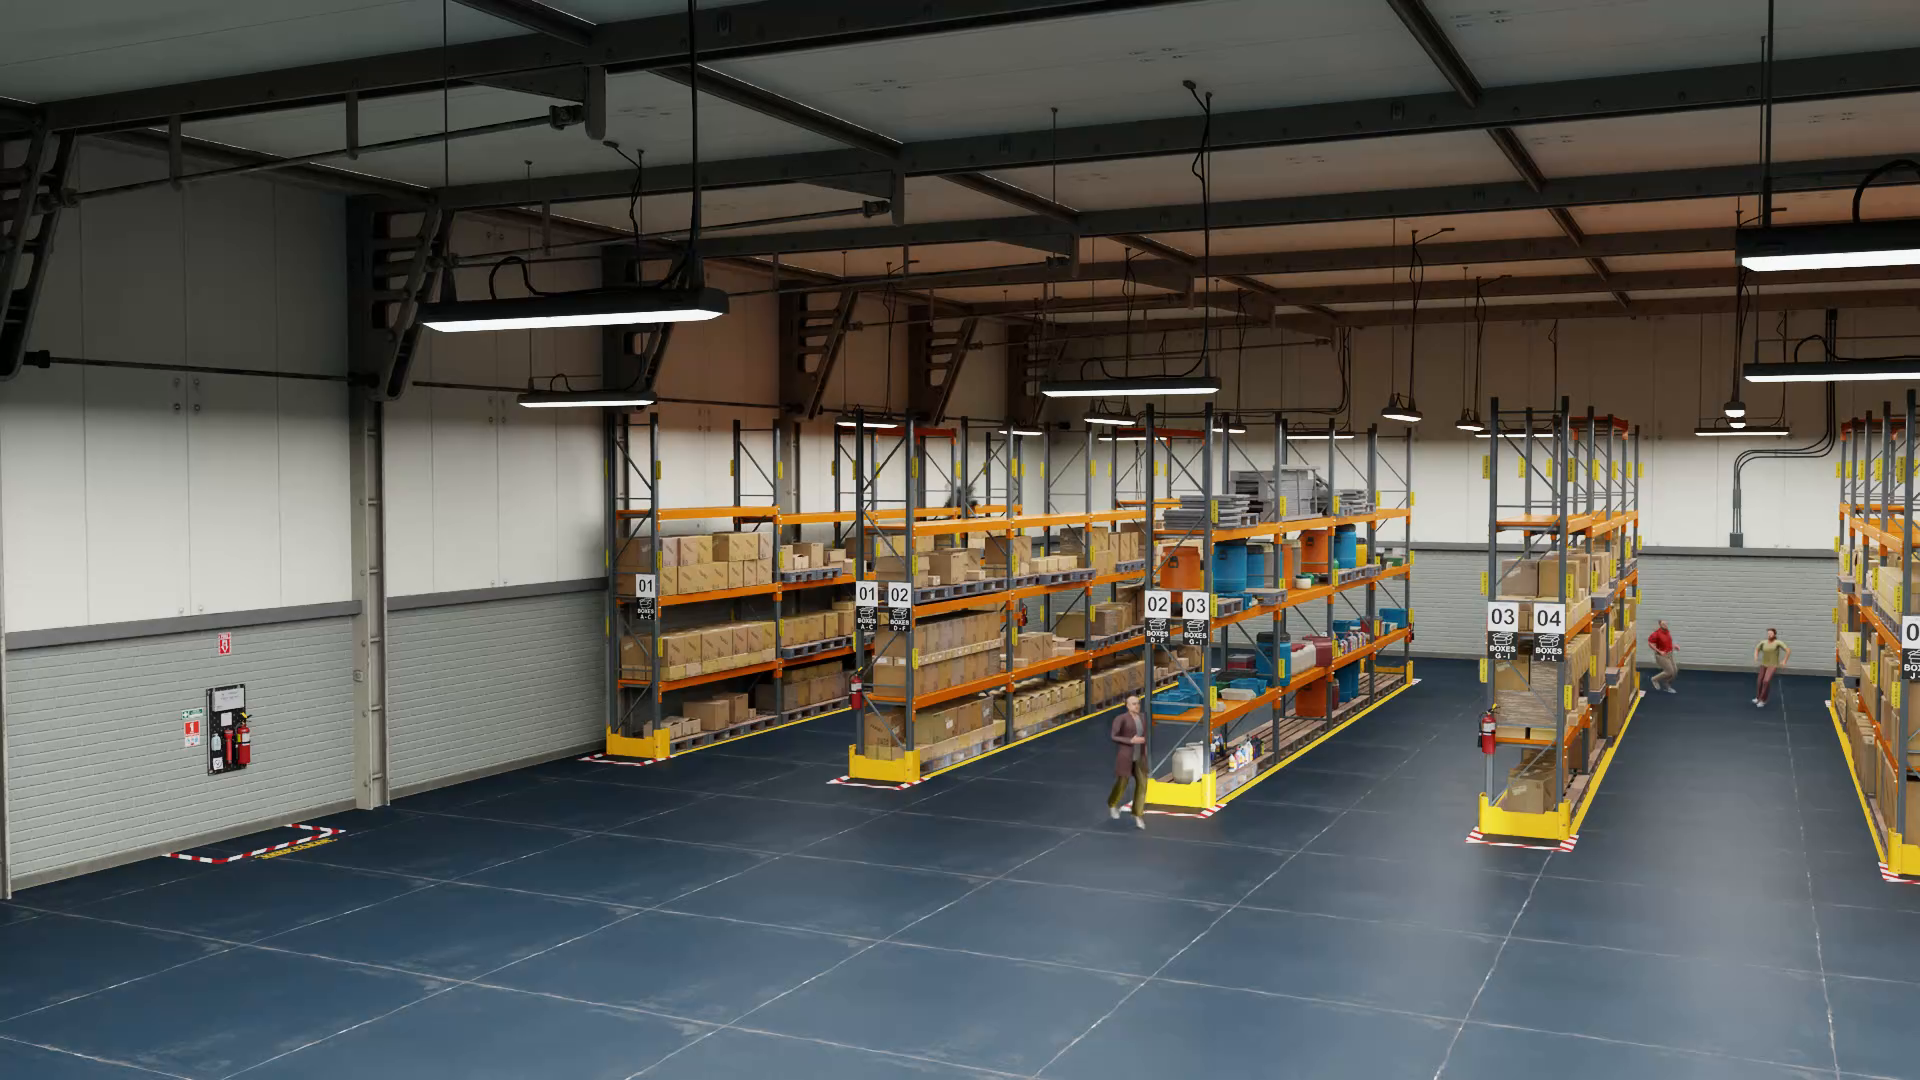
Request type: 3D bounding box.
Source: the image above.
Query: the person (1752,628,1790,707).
[{"bbox_3d":[17.121,2.694,35.247,0.715,1.666,0.736,-2,3,-39],"label":"person"}]

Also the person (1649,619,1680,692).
[{"bbox_3d":[15.844,2.611,37.409,0.666,1.653,0.579,-2,3,-37],"label":"person"}]

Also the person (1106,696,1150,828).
[{"bbox_3d":[2.402,3.132,23.610,0.708,1.858,0.873,-1,3,-26],"label":"person"}]
